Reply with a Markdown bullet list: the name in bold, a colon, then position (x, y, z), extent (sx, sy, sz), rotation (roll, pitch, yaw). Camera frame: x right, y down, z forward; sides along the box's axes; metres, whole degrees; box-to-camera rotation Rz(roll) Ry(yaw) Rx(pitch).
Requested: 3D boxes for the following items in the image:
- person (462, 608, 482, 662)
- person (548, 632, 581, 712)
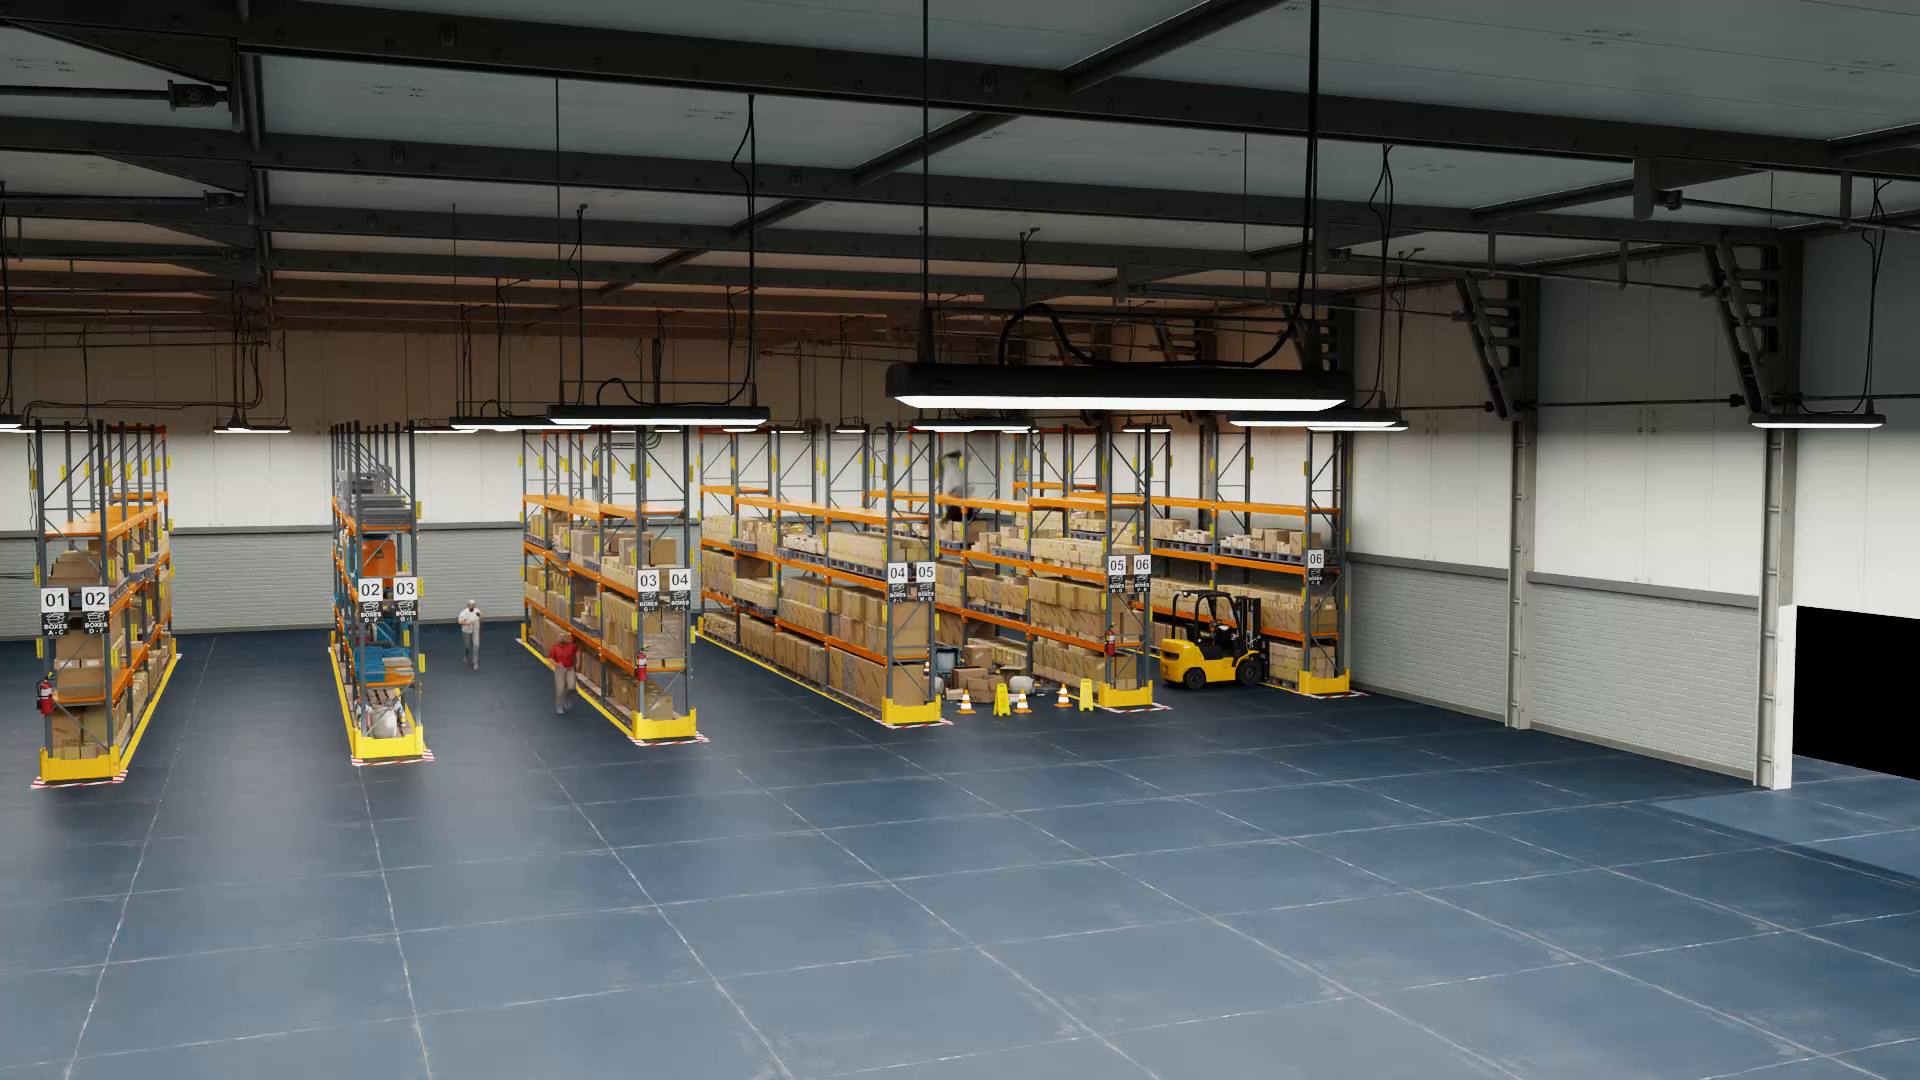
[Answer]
- **person**: position (-12.157, 2.349, 41.304), extent (0.451, 1.321, 0.812), rotation (-2, 4, -34)
- **person**: position (-8.141, 2.731, 34.288), extent (0.683, 1.683, 0.778), rotation (-1, 4, -20)
